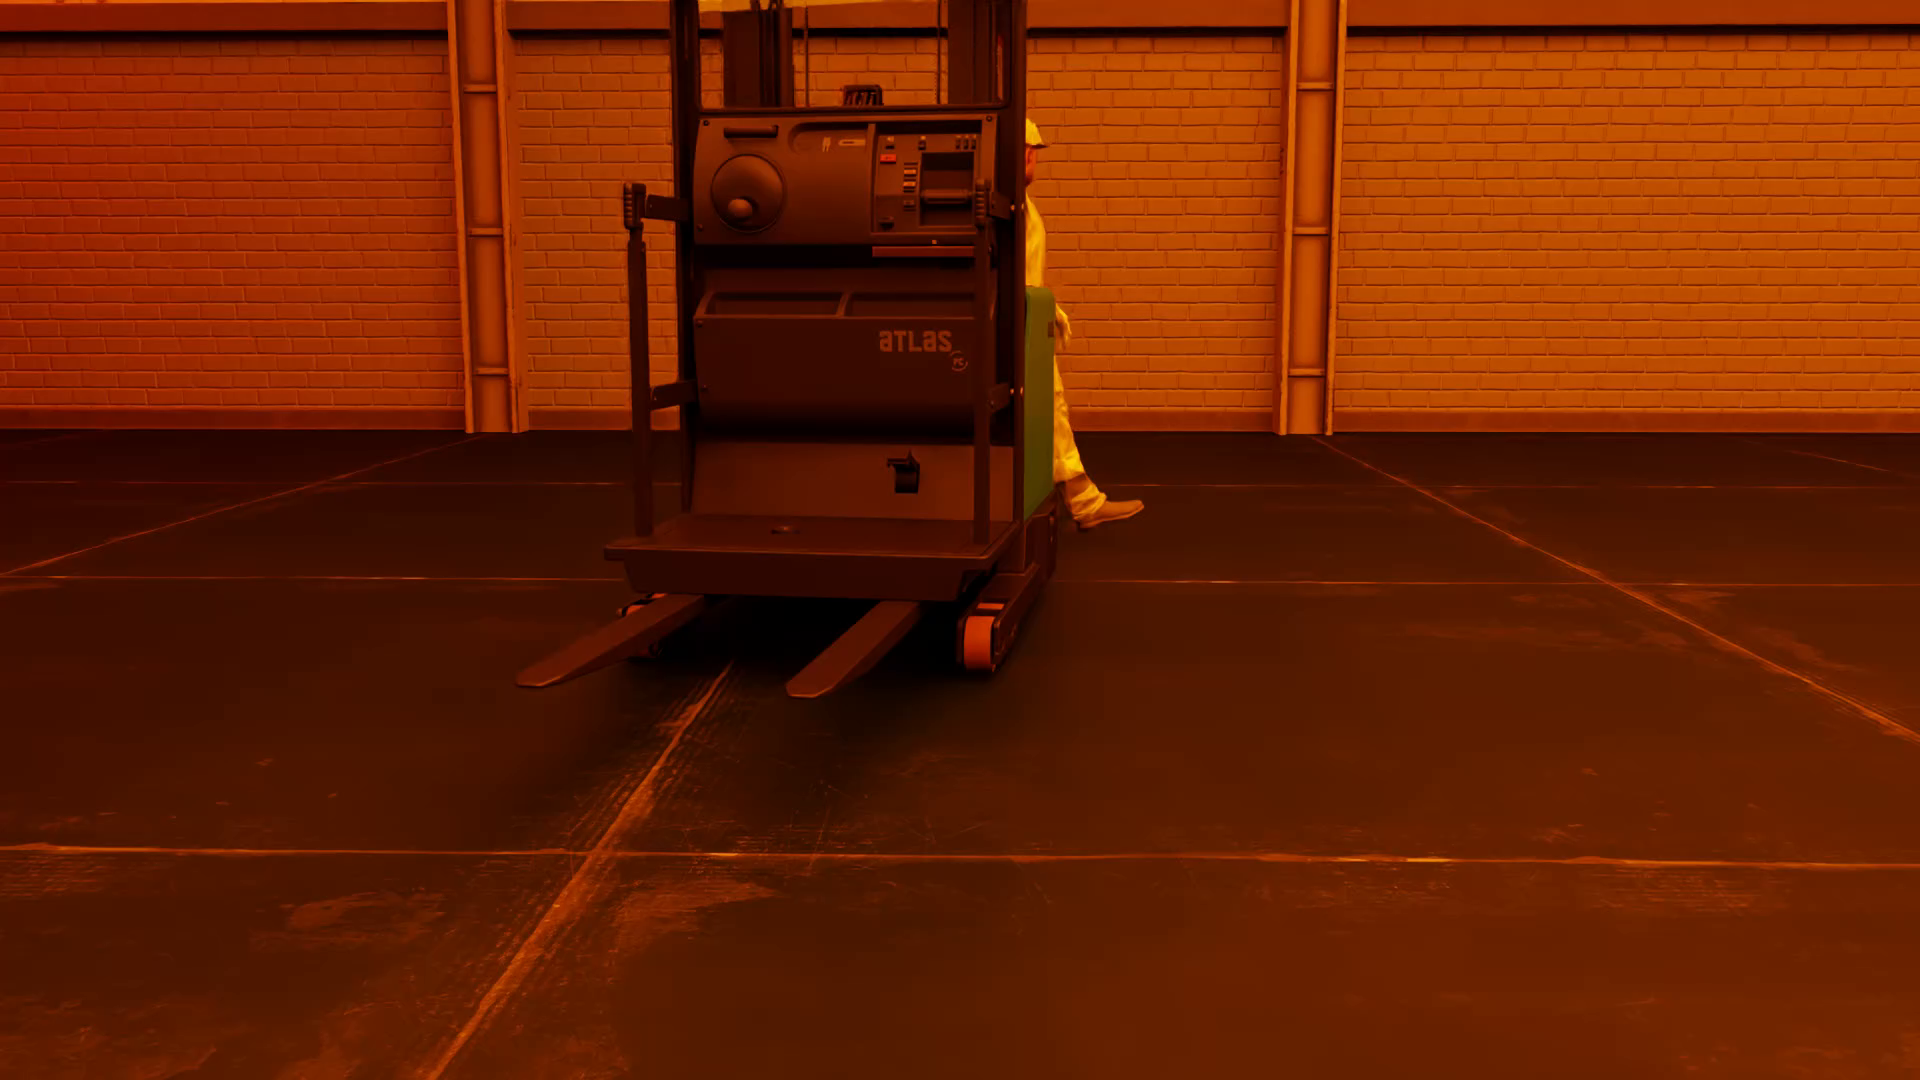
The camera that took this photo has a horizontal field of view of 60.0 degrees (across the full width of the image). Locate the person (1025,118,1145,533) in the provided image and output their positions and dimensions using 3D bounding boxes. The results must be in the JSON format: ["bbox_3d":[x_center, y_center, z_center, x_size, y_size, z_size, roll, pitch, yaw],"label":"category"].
[{"bbox_3d":[0.336,-0.905,7.025,0.874,1.741,0.708,-1,9,-8],"label":"person"}]

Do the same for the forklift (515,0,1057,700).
[{"bbox_3d":[-0.384,-1.132,4.832,1.130,2.935,3.031,1,9,9],"label":"forklift"}]
